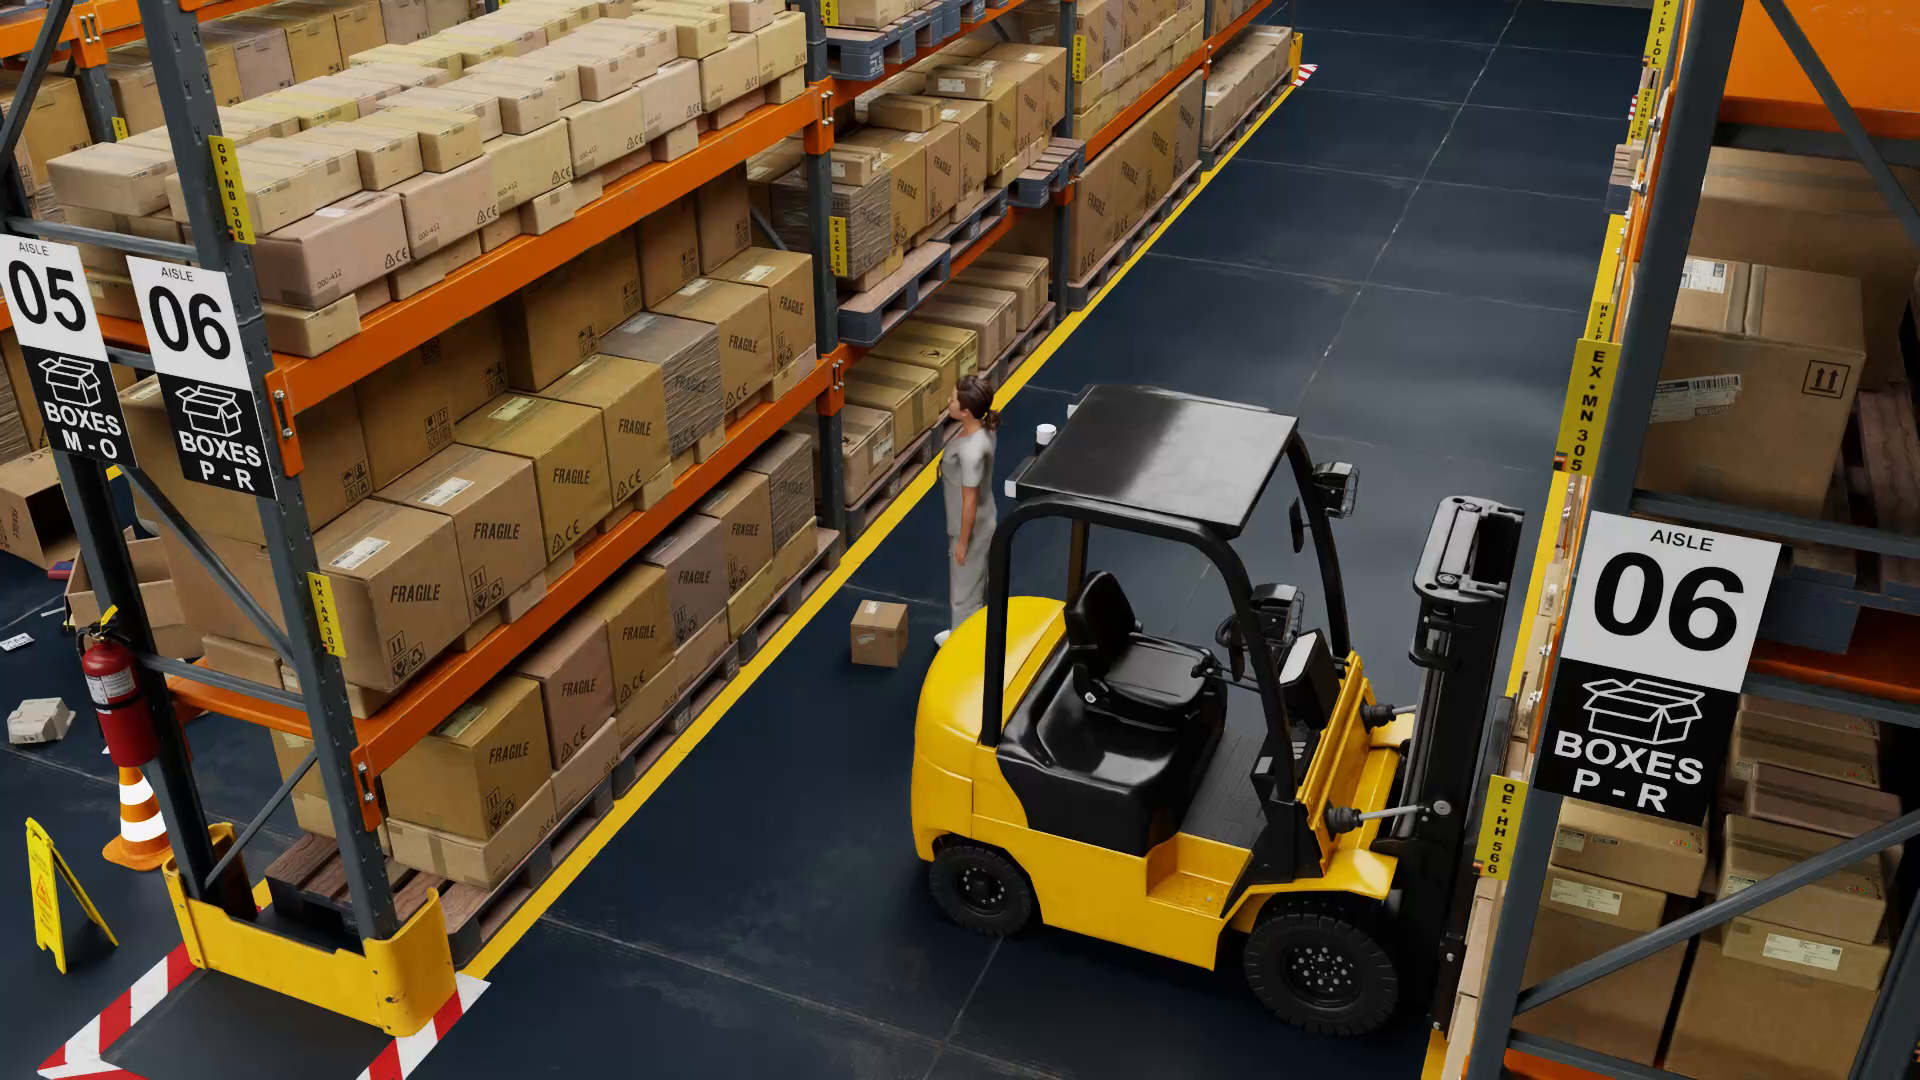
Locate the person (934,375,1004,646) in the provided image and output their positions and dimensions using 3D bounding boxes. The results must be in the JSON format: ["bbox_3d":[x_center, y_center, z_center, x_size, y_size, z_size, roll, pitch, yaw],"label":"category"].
[{"bbox_3d":[0.023,-0.047,8.468,0.394,1.669,0.647,1,30,2],"label":"person"}]
